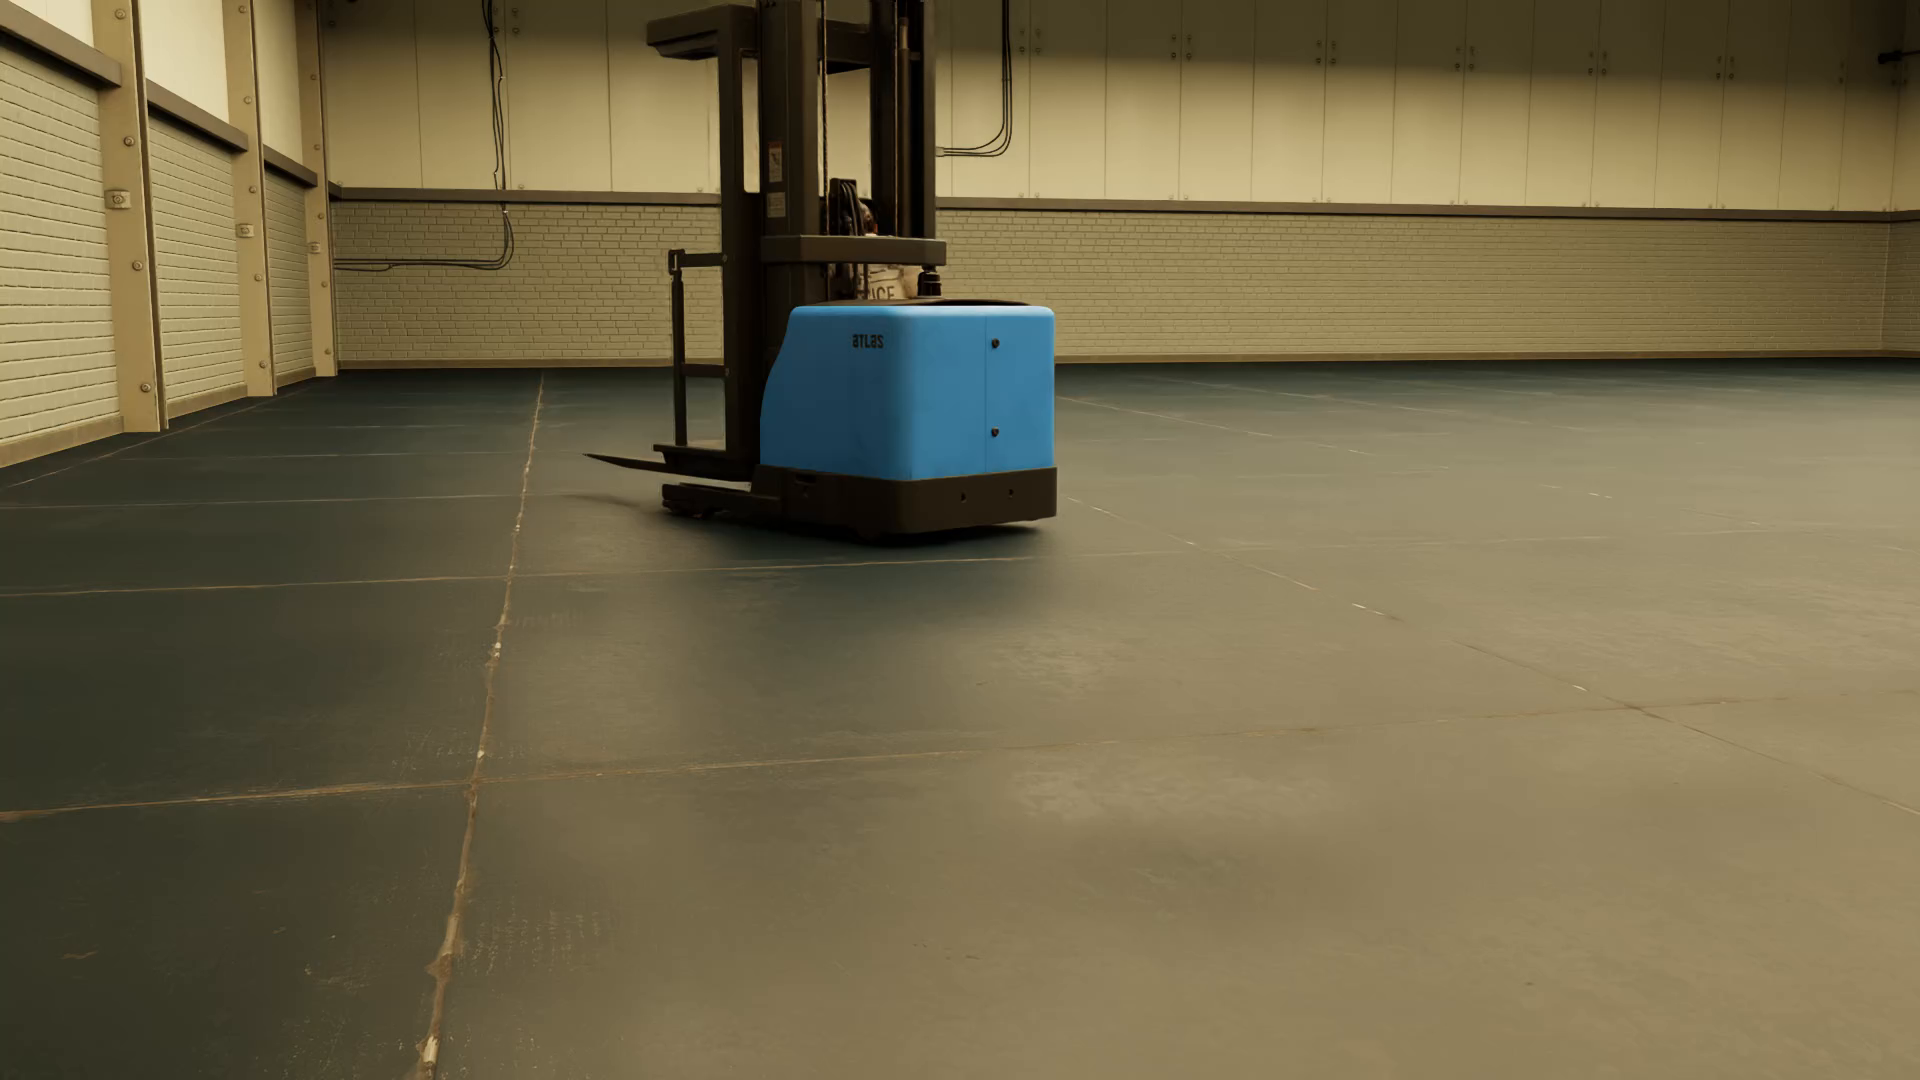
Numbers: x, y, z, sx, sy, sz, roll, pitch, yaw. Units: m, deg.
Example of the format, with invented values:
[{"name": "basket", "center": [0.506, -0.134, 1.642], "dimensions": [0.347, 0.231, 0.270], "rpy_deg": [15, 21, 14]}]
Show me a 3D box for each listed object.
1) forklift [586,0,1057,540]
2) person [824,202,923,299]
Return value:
[{"name": "forklift", "center": [-0.900, -1.604, 8.592], "dimensions": [1.130, 2.935, 3.031], "rpy_deg": [-7, 11, -42]}, {"name": "person", "center": [-0.457, -0.963, 8.605], "dimensions": [0.864, 1.529, 1.012], "rpy_deg": [1, 8, 4]}]
